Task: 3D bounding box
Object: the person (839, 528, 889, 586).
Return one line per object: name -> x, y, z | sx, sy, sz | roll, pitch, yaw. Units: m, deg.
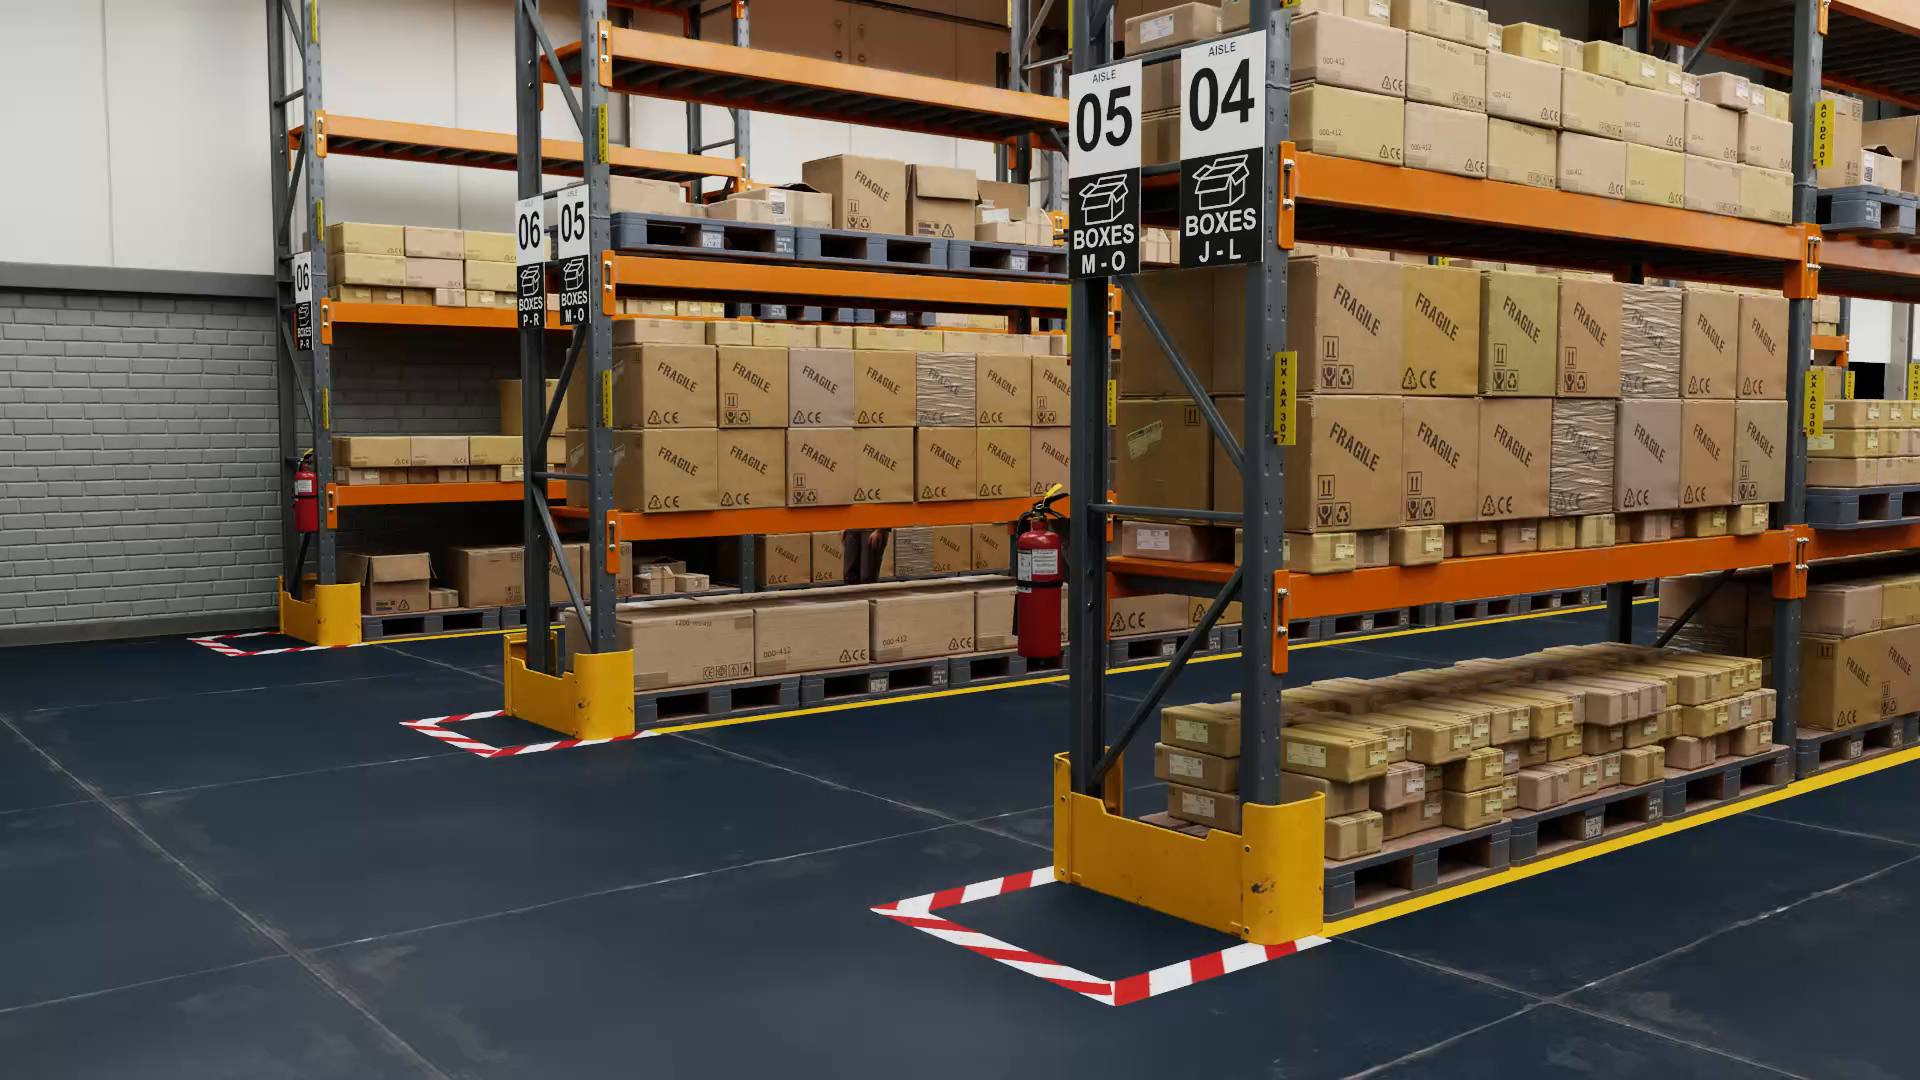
person -> -0.834, -0.061, 14.459 | 0.370, 1.721, 0.581 | -3, 5, -38
